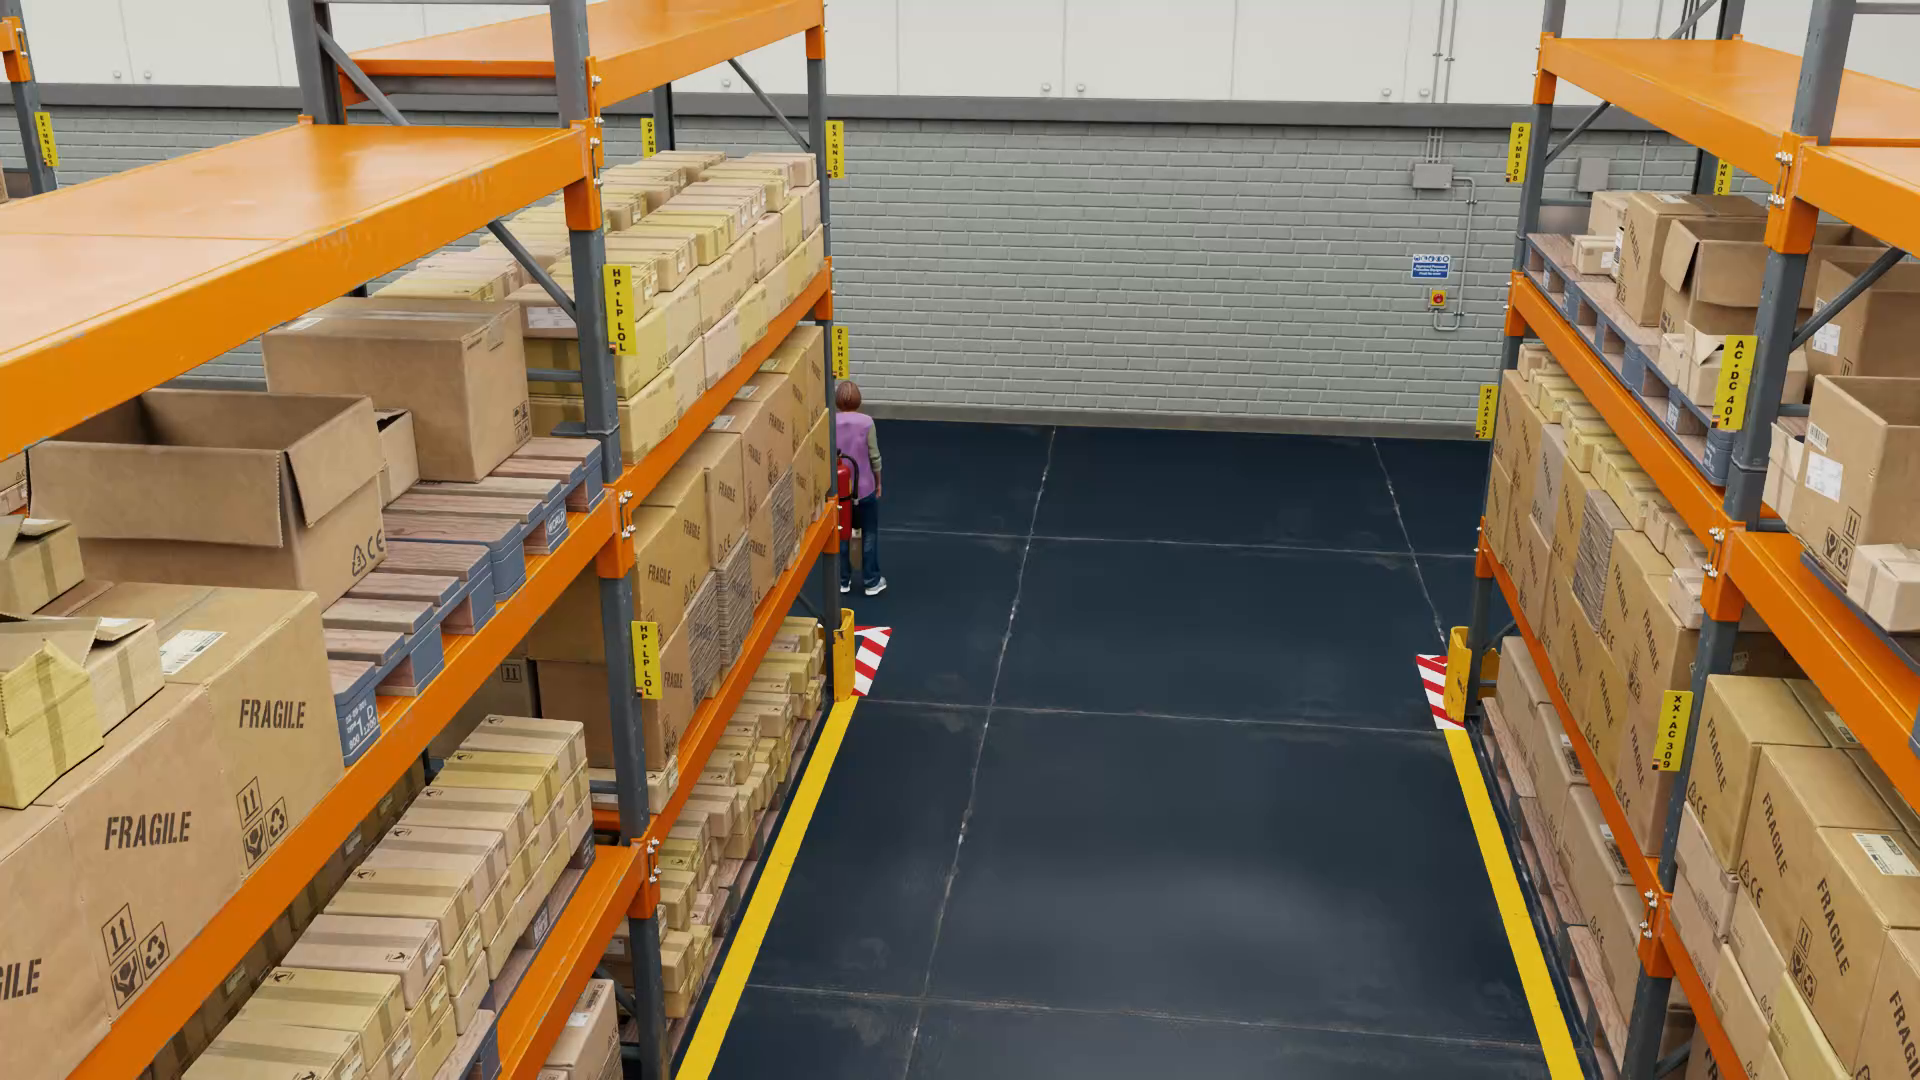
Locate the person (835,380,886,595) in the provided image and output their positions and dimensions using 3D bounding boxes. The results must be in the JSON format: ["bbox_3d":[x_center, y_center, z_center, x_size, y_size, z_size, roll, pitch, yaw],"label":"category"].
[{"bbox_3d":[-0.781,-0.364,12.037,0.458,1.583,0.374,2,22,5],"label":"person"}]
